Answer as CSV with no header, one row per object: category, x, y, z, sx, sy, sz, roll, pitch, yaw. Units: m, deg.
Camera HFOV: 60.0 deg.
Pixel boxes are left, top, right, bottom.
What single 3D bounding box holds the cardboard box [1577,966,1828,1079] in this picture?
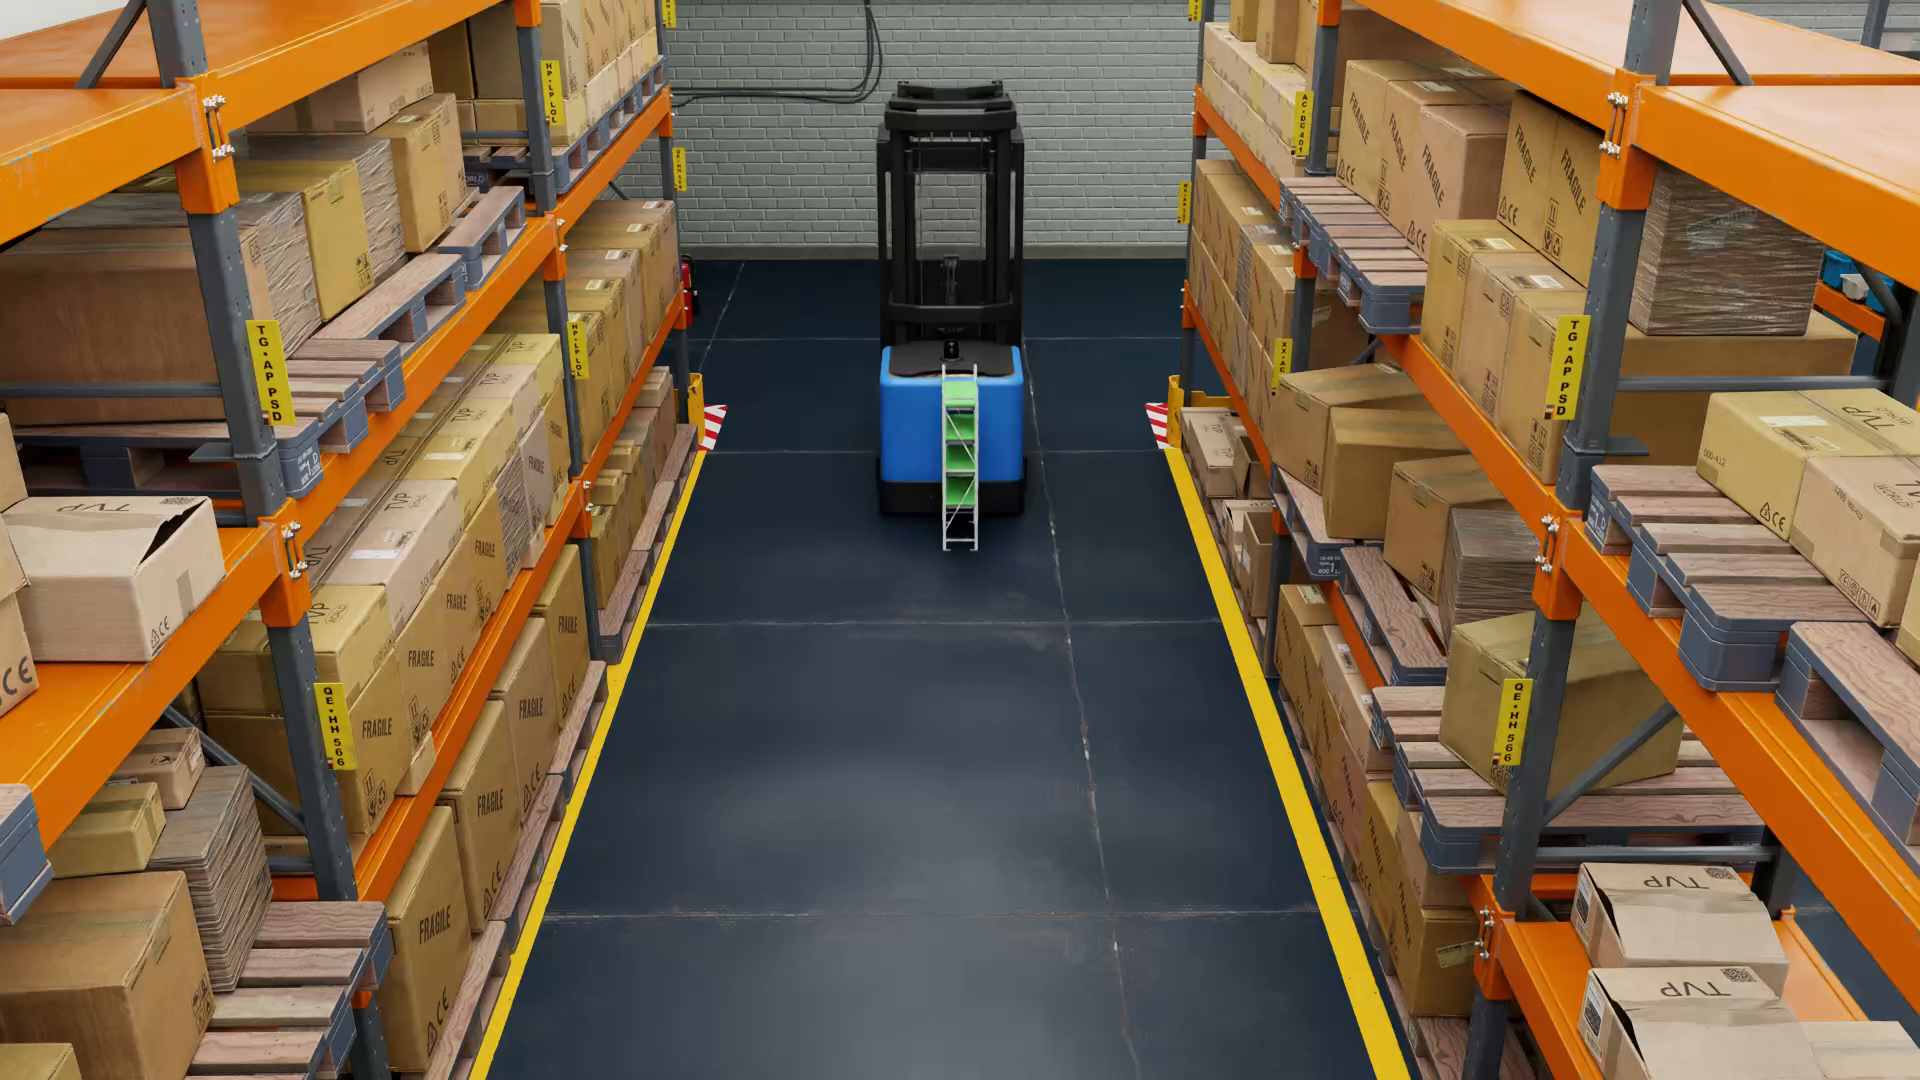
cardboard box,2.179,1.496,4.910,0.500,0.311,0.500,-1,24,-1

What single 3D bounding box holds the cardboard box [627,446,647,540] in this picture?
cardboard box,-2.545,-0.318,11.336,0.700,0.500,0.500,0,24,1

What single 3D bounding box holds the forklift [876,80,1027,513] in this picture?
forklift,-0.074,-2.092,12.819,1.130,2.935,3.031,0,24,-1

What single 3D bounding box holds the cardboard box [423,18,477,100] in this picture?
cardboard box,-2.875,-2.702,9.085,0.500,0.500,0.500,0,24,-1

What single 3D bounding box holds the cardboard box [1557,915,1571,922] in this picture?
cardboard box,2.644,1.836,6.550,0.500,0.500,0.500,1,24,2

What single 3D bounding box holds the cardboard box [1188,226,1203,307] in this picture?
cardboard box,2.017,-2.072,12.569,0.500,0.500,0.500,0,24,1

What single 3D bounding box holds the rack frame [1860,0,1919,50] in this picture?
rack frame,7.229,-4.964,11.807,1.000,3.000,0.127,0,24,-1

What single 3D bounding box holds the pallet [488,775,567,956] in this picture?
pallet,-2.534,1.554,8.058,1.003,0.211,1.213,0,24,-1

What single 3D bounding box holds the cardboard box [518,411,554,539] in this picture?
cardboard box,-2.361,-0.329,8.331,0.500,0.500,0.500,0,24,0

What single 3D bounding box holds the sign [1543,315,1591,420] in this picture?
sign,1.820,-0.514,4.980,0.100,0.325,0.005,0,24,-1

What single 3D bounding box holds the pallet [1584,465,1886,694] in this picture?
pallet,2.460,0.085,4.512,1.213,0.211,1.003,1,24,2

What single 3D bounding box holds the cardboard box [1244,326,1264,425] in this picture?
cardboard box,2.050,-1.025,10.255,0.500,0.500,0.500,0,24,1

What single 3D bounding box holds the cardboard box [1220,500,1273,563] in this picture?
cardboard box,2.021,-0.080,11.016,0.500,0.311,0.500,0,24,-1

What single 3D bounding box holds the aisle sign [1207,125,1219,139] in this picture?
aisle sign,1.981,-3.422,12.520,0.394,0.787,0.004,0,24,-1

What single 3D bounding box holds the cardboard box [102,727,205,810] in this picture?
cardboard box,-2.557,0.711,5.097,0.380,0.149,0.250,-3,25,-7

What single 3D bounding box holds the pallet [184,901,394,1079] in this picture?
pallet,-2.476,1.491,5.047,1.213,0.211,1.003,0,24,-1

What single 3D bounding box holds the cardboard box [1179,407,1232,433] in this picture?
cardboard box,1.937,-0.938,13.109,0.380,0.149,0.250,0,24,-1

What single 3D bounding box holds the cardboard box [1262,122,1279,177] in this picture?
cardboard box,2.053,-2.266,9.661,0.500,0.250,0.500,0,24,-1

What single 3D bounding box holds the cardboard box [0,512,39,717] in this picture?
cardboard box,-2.669,0.222,3.830,0.797,0.503,0.637,3,25,7

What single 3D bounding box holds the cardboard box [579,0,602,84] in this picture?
cardboard box,-2.373,-2.922,9.572,0.500,0.500,0.500,-1,24,-2

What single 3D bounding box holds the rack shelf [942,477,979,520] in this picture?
rack shelf,0.000,-0.293,11.680,0.258,0.148,0.480,0,24,-1

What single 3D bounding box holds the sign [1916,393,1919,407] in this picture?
sign,2.918,-0.551,4.965,0.100,0.325,0.005,0,24,-1

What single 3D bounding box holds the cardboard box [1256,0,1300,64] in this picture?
cardboard box,2.243,-3.248,10.317,0.700,0.500,0.500,0,24,-1

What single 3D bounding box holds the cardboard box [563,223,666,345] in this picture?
cardboard box,-2.643,-1.813,11.755,0.980,0.700,0.700,0,24,-1

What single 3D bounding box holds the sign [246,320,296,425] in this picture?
sign,-2.048,-0.494,4.934,0.100,0.325,0.005,0,24,-1

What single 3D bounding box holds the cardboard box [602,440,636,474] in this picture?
cardboard box,-2.367,-0.552,11.067,0.380,0.149,0.250,-1,24,-2

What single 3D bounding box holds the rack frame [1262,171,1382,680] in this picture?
rack frame,2.319,-0.562,9.353,1.000,3.000,0.127,0,24,-1

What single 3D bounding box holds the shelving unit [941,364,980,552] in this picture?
shelving unit,0.000,-0.570,11.555,0.258,1.200,0.503,0,24,-1

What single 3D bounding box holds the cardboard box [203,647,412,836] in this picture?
cardboard box,-2.340,0.719,6.015,0.500,0.500,0.500,0,24,1

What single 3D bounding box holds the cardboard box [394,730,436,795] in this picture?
cardboard box,-2.275,0.865,6.478,0.380,0.149,0.250,0,24,1

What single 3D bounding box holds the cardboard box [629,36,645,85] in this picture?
cardboard box,-2.397,-3.207,11.111,0.500,0.250,0.500,-1,24,-3

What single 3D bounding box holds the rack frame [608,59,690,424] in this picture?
rack frame,-2.678,-2.186,12.944,1.000,3.000,0.127,0,24,-1

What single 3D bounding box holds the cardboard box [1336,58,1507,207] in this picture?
cardboard box,2.251,-2.003,8.147,0.600,0.600,0.600,-3,24,-6

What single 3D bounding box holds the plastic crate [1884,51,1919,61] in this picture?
plastic crate,6.954,-3.378,12.098,0.497,0.269,0.590,0,24,-1

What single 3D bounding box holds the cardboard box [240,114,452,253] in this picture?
cardboard box,-2.663,-1.559,7.261,0.700,0.500,0.500,-1,24,-2

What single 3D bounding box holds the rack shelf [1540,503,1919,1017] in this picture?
rack shelf,2.385,0.871,3.416,1.077,0.370,4.000,0,24,-1

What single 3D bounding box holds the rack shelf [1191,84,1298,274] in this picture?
rack shelf,2.298,-2.425,10.705,1.077,0.370,4.000,0,24,-1

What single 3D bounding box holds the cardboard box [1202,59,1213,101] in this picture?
cardboard box,2.027,-3.296,11.939,0.500,0.250,0.500,0,24,-1

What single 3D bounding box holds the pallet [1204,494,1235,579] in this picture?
pallet,2.297,-0.078,11.667,1.003,0.211,1.213,0,24,-1

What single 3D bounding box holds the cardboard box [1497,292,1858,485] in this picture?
cardboard box,2.325,-0.506,5.467,0.910,0.500,0.500,0,24,-1

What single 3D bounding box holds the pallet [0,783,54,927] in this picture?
pallet,-2.461,0.795,2.940,1.213,0.211,1.003,0,24,-1

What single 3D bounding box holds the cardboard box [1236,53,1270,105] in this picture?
cardboard box,2.033,-2.905,10.469,0.500,0.250,0.500,0,24,-1

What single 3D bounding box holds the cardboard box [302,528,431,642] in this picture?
cardboard box,-2.344,0.168,6.321,0.500,0.250,0.500,-1,24,-1

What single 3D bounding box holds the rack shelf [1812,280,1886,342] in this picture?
rack shelf,7.251,-1.079,11.369,1.077,0.370,4.000,0,24,-1

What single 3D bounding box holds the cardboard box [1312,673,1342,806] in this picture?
cardboard box,2.096,1.003,8.393,0.500,0.500,0.500,0,24,0

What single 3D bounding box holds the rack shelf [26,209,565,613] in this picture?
rack shelf,-2.612,-0.753,7.008,1.077,0.370,4.000,0,24,-1

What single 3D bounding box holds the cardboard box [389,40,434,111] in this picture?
cardboard box,-2.756,-2.129,7.613,0.500,0.250,0.500,1,24,3

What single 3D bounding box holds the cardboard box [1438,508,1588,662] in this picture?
cardboard box,2.424,0.213,7.009,0.700,0.500,0.500,4,25,9

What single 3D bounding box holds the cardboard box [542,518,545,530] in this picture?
cardboard box,-2.363,-0.084,8.576,0.380,0.149,0.250,0,24,1

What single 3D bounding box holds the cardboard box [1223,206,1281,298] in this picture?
cardboard box,2.037,-1.896,10.968,0.500,0.500,0.500,0,24,-1
